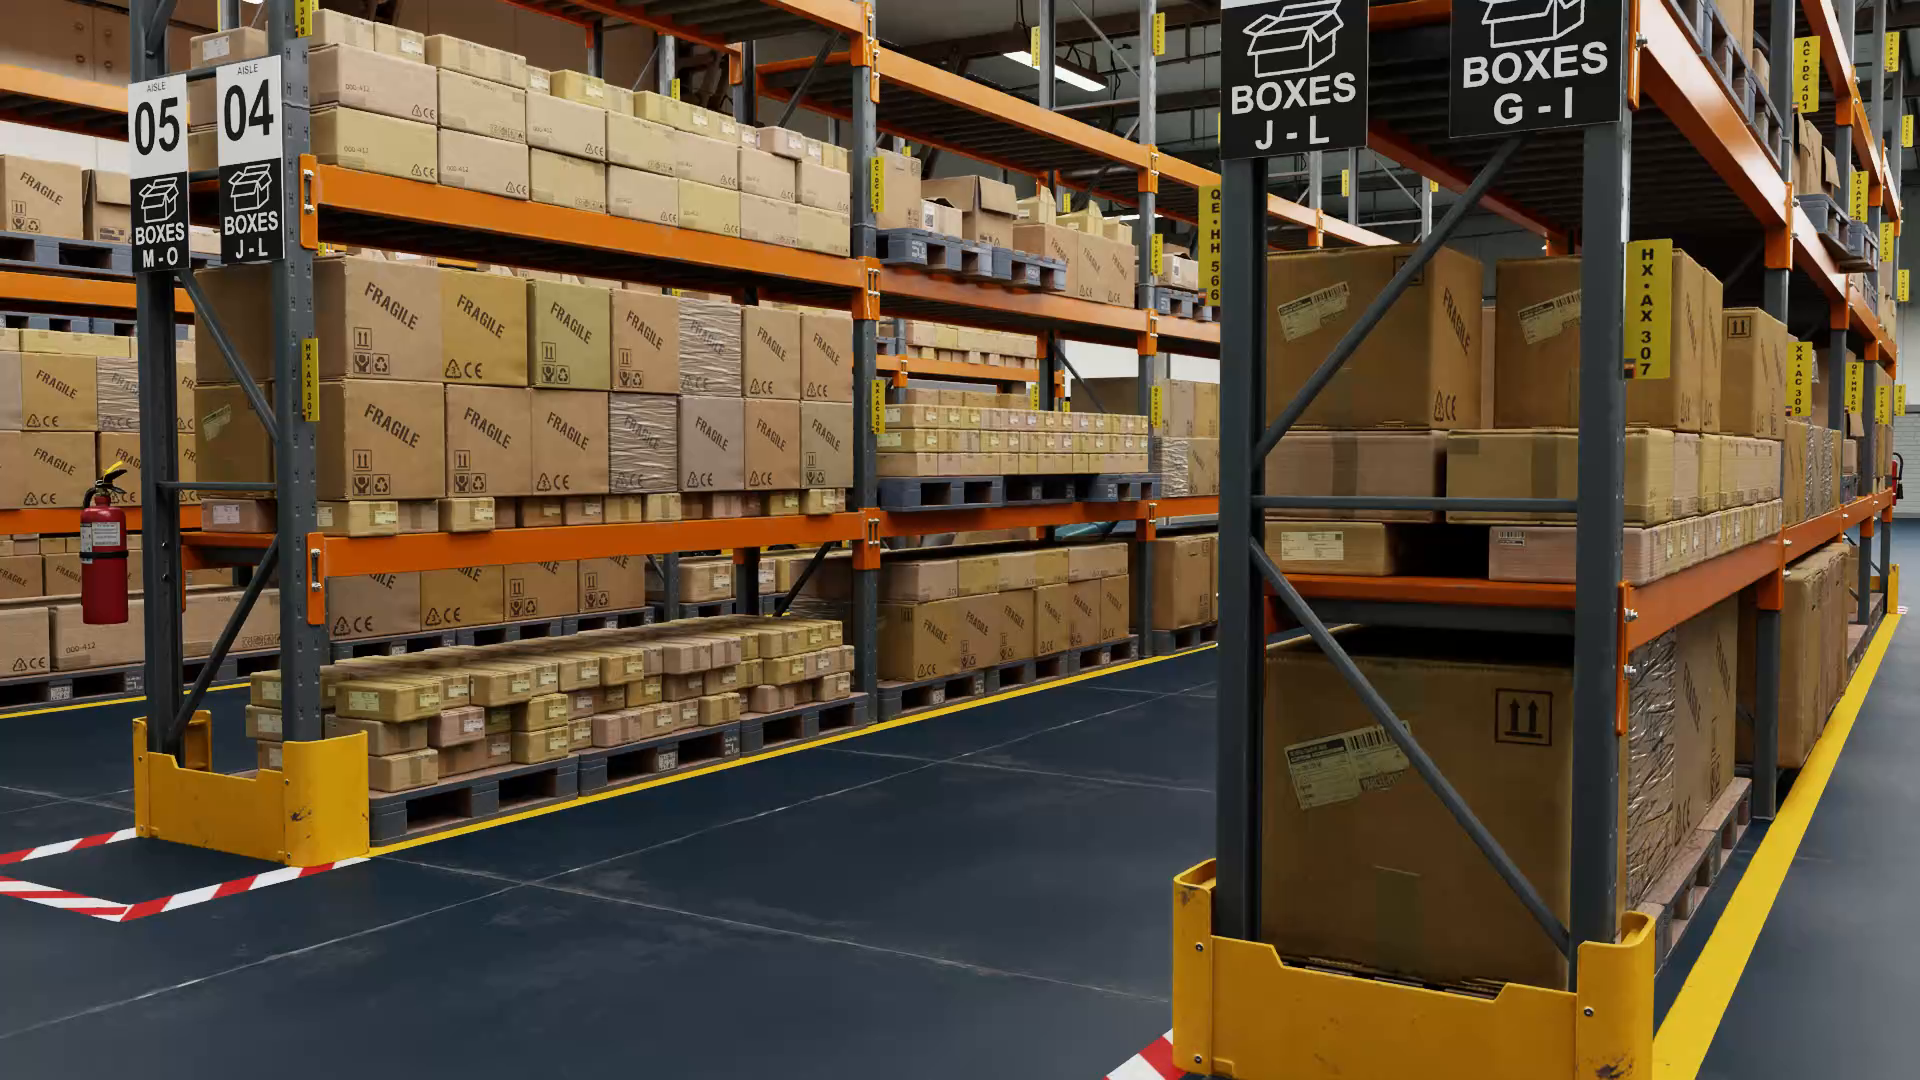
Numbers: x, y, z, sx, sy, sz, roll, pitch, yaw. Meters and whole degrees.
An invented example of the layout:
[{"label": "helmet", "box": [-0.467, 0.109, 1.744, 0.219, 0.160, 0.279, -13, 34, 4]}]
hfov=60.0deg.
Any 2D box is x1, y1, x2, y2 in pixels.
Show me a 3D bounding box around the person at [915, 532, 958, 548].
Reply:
[{"label": "person", "box": [-0.251, -0.089, 17.134, 0.437, 1.747, 0.583, 2, 3, 30]}]
